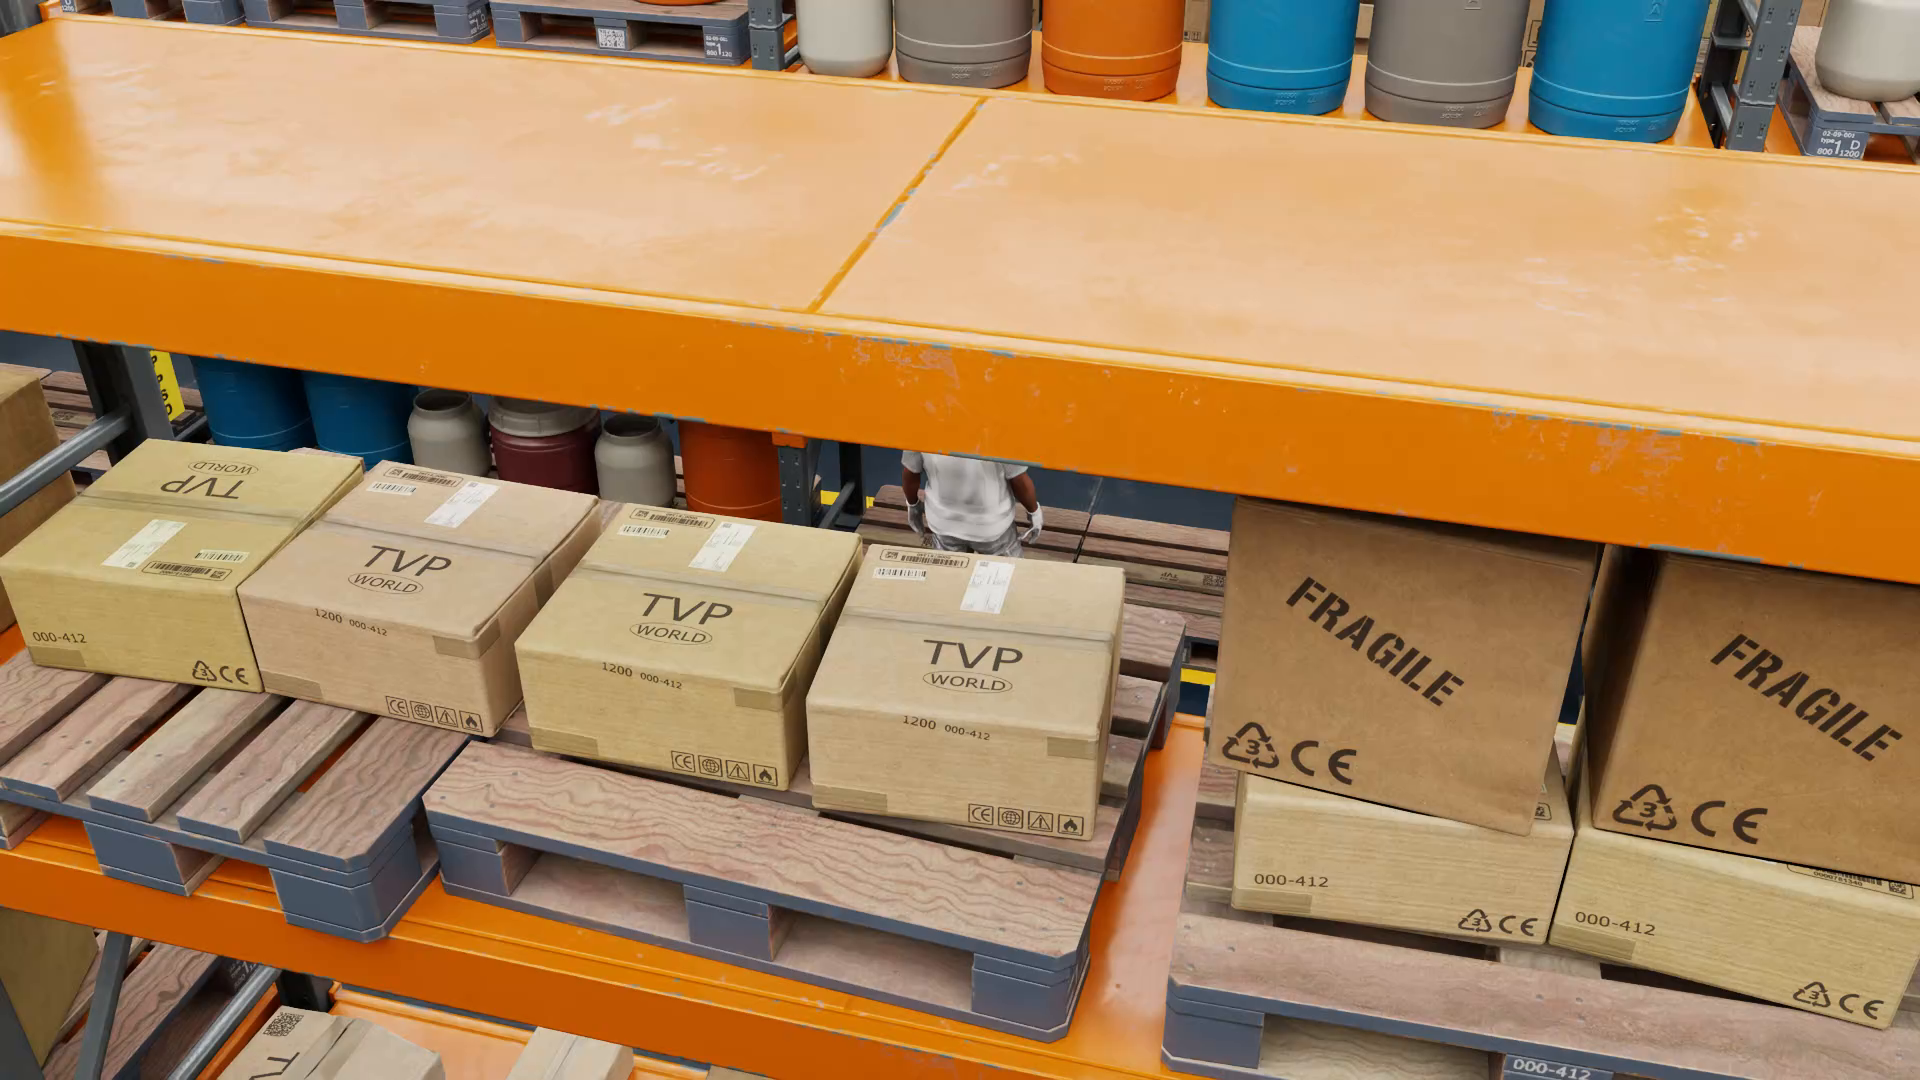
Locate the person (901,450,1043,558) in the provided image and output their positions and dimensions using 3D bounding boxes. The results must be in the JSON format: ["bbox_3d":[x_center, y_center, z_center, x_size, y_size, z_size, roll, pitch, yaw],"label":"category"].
[{"bbox_3d":[0.076,-0.147,7.857,0.656,1.782,0.577,8,33,12],"label":"person"}]
